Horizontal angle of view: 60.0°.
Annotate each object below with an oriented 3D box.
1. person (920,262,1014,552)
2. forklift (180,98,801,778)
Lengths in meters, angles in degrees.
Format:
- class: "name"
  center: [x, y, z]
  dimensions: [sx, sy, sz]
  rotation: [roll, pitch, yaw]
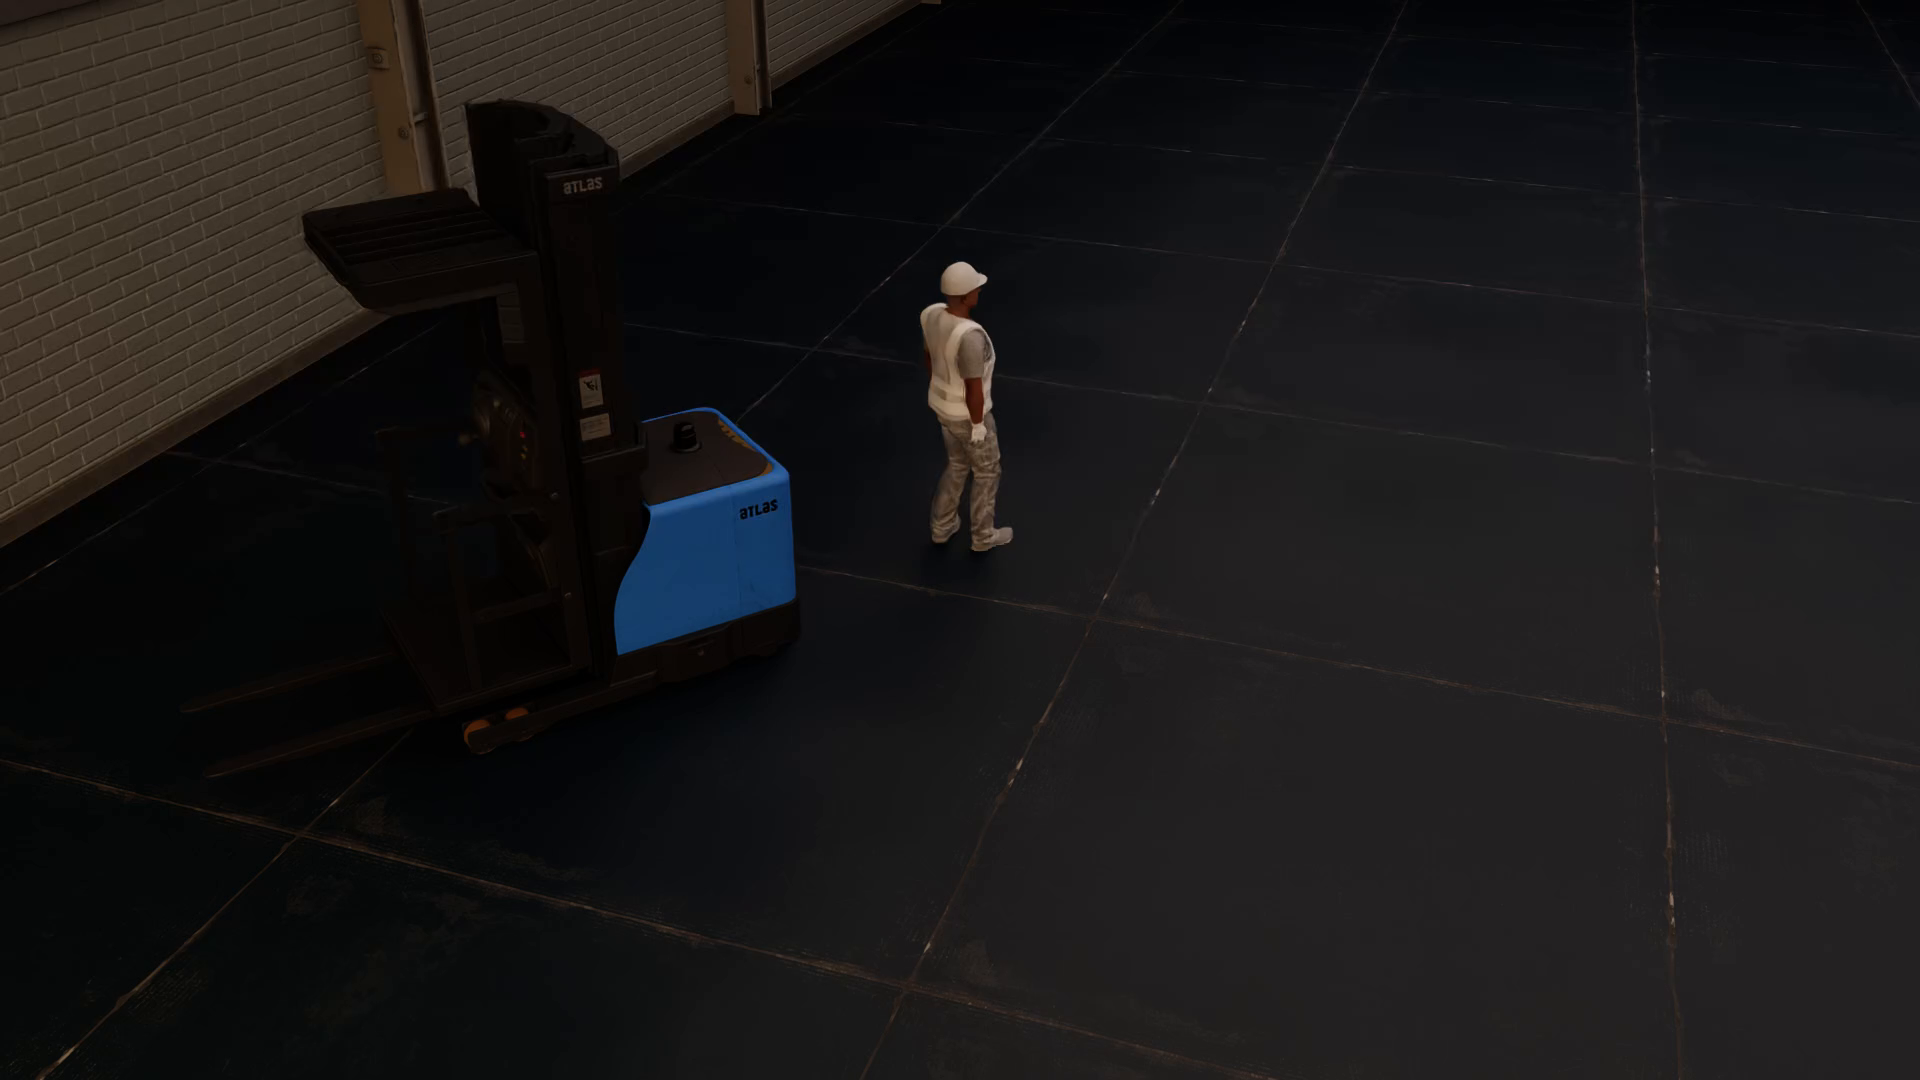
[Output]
- class: "person"
  center: [0.048, -0.794, 9.730]
  dimensions: [0.476, 1.781, 0.637]
  rotation: [-15, 33, -25]
- class: "forklift"
  center: [-2.390, -0.513, 8.036]
  dimensions: [3.031, 2.935, 1.130]
  rotation: [-17, 34, -27]
